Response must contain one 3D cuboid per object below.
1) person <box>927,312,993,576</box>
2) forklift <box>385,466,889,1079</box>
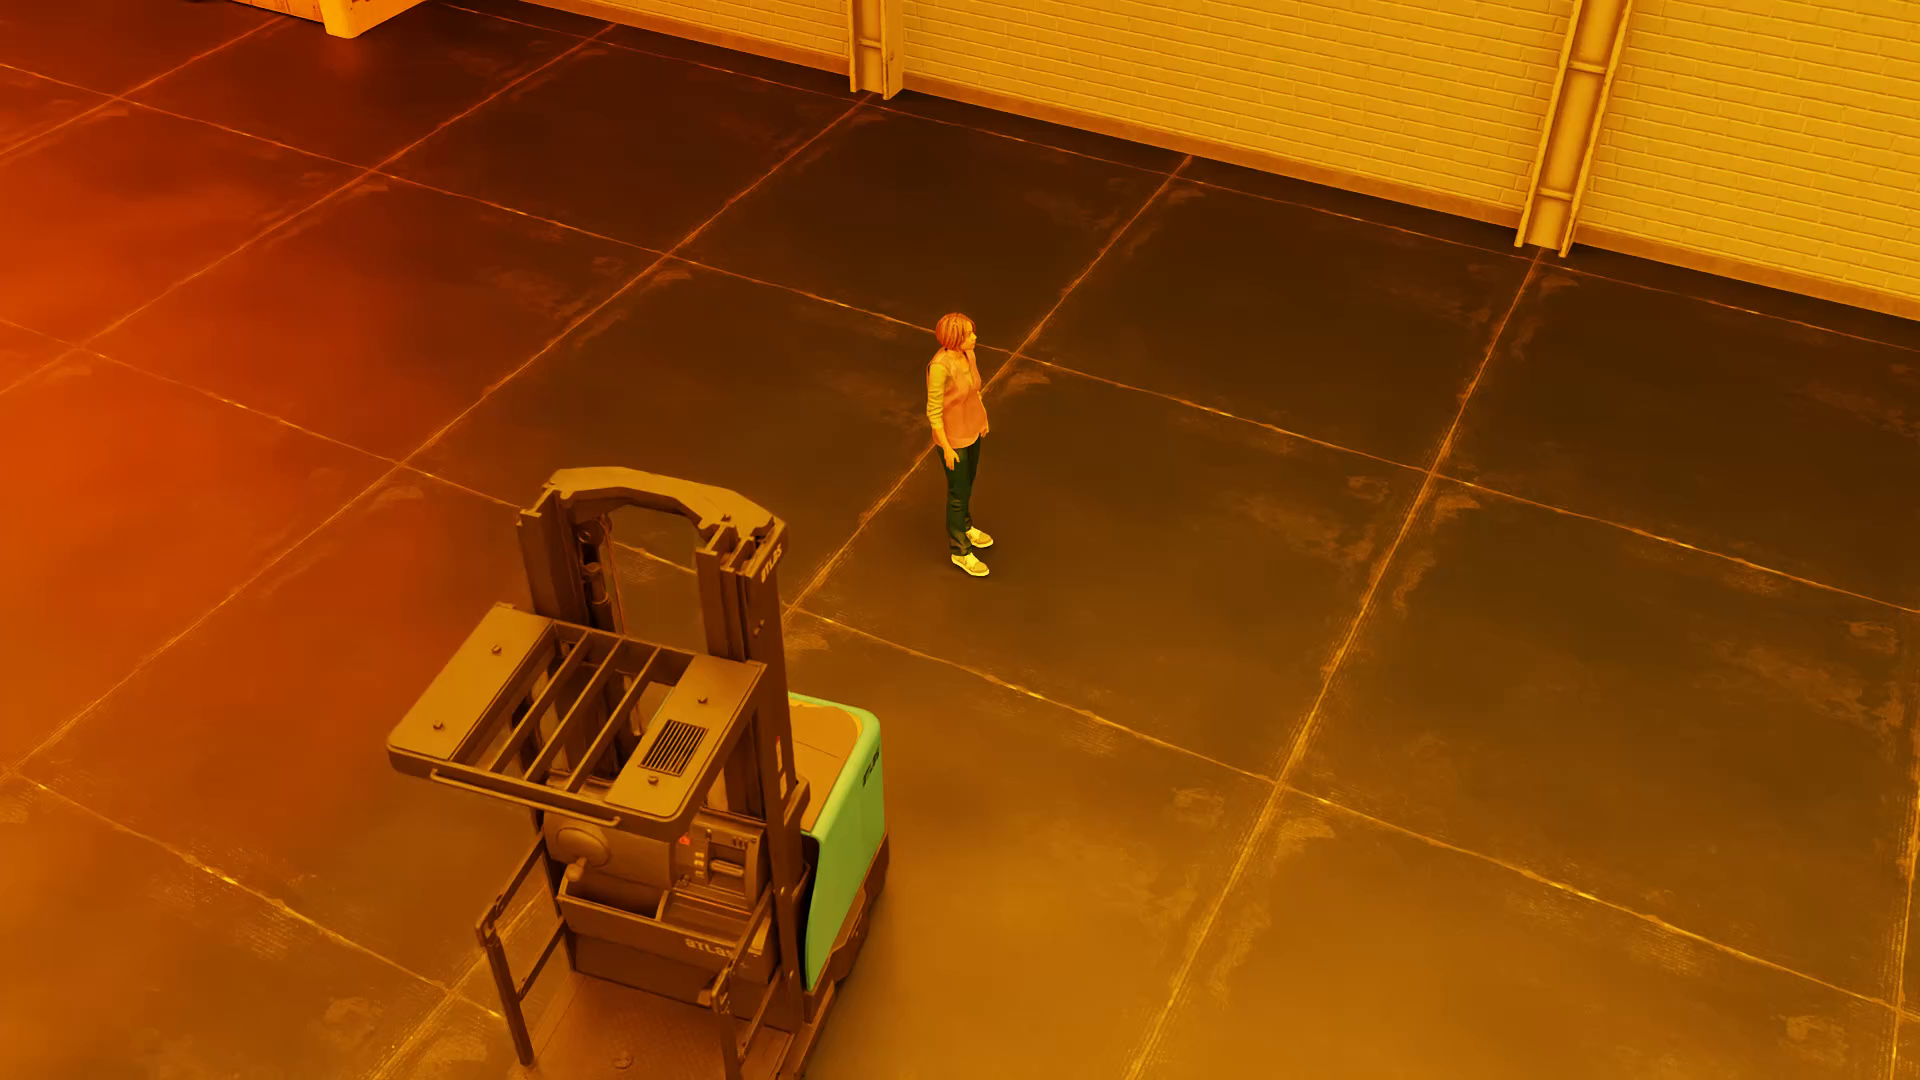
[{"bbox_3d":[0.059,-0.587,9.707,0.476,1.597,0.520,18,43,21],"label":"person"},{"bbox_3d":[-1.289,1.303,6.439,1.130,2.935,3.031,12,42,14],"label":"forklift"}]
